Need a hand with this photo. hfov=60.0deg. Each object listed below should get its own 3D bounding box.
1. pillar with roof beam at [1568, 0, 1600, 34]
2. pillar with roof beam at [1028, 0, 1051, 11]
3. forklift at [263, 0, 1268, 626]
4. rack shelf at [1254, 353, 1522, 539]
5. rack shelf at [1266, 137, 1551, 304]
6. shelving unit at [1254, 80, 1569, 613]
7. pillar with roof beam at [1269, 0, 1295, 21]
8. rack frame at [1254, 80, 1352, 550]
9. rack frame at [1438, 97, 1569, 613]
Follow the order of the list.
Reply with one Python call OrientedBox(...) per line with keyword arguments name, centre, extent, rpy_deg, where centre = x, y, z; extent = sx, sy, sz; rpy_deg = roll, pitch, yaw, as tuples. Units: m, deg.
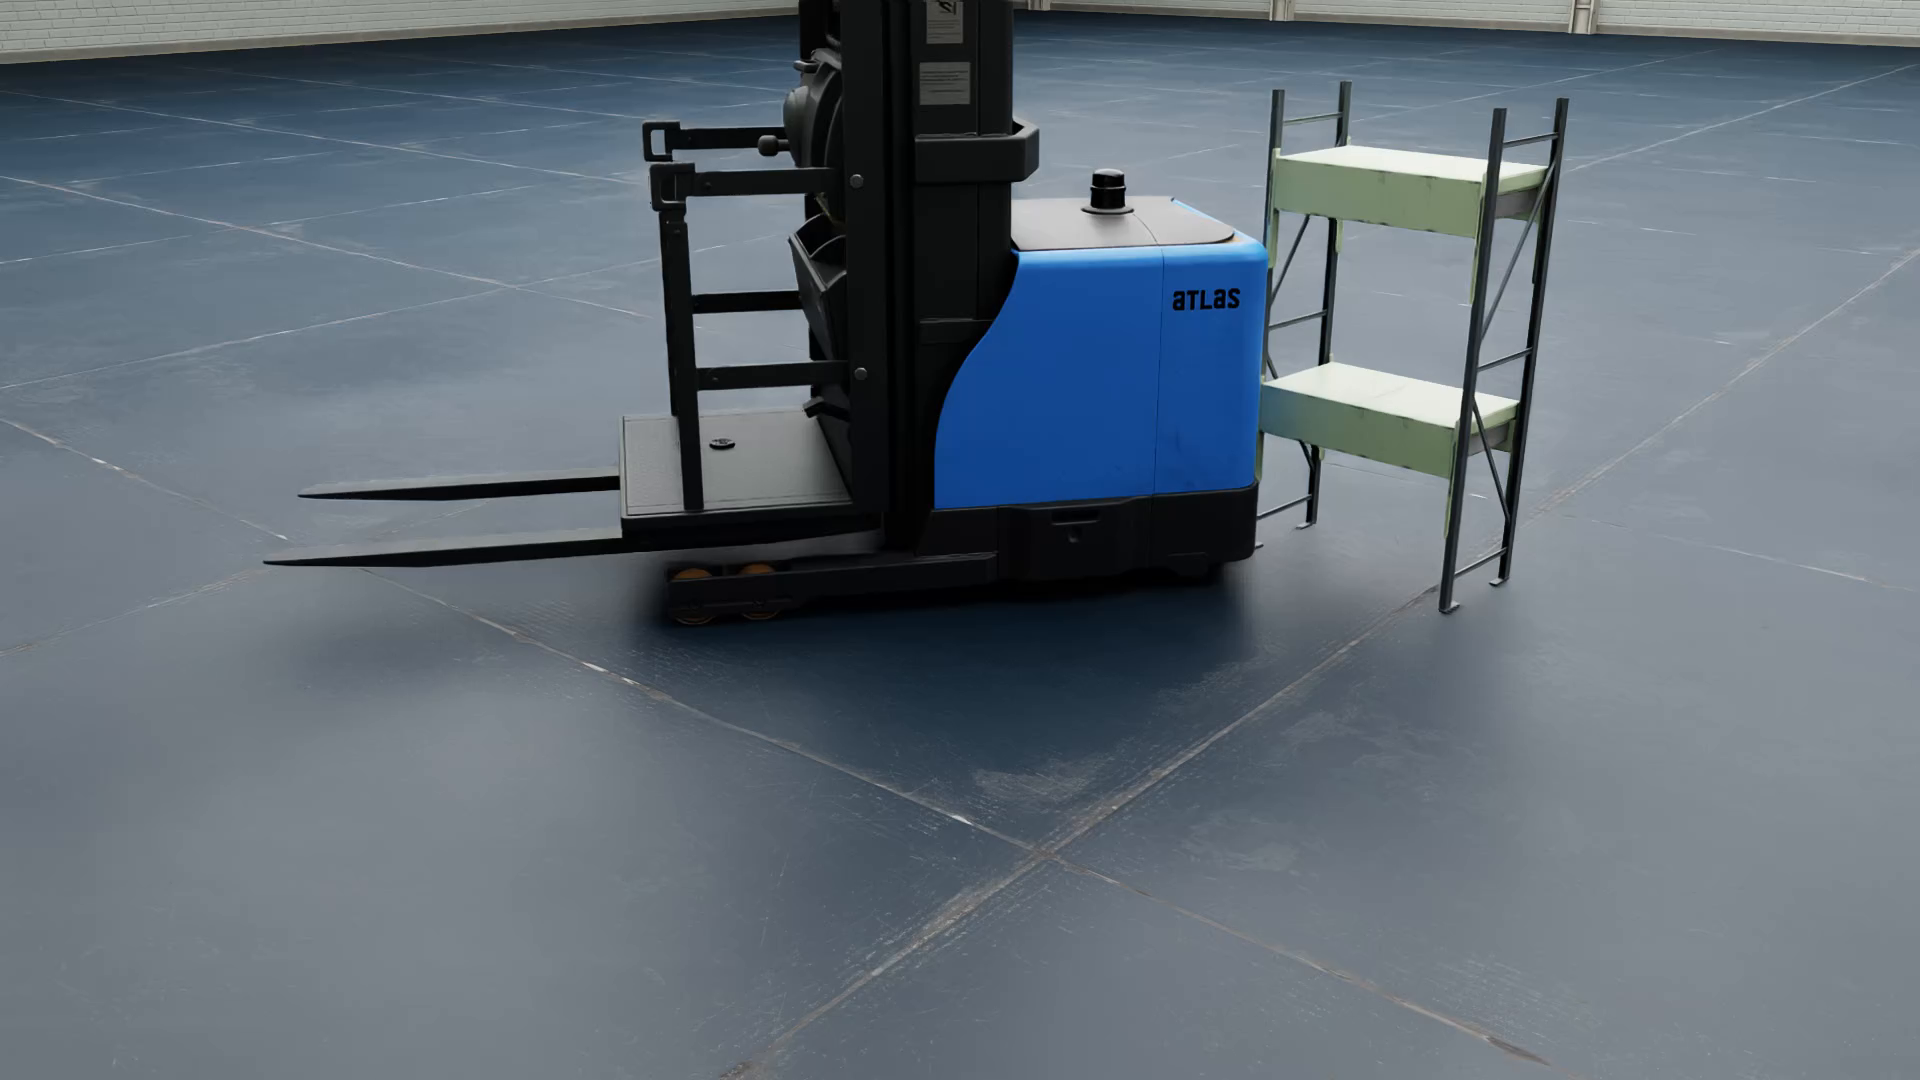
OrientedBox(name="pillar with roof beam", centre=(8.324, -12.032, 24.821), extent=(0.400, 9.000, 9.100), rpy_deg=(16, 26, 36))
OrientedBox(name="pillar with roof beam", centre=(-0.972, -14.709, 31.921), extent=(0.400, 9.000, 9.100), rpy_deg=(16, 26, 36))
OrientedBox(name="forklift", centre=(-0.622, -1.318, 5.009), extent=(3.031, 2.935, 1.130), rpy_deg=(-4, 21, -11))
OrientedBox(name="rack shelf", centre=(1.356, -0.317, 5.306), extent=(0.431, 0.370, 0.720), rpy_deg=(-19, 28, -41))
OrientedBox(name="rack shelf", centre=(1.356, -0.987, 5.054), extent=(0.431, 0.370, 0.720), rpy_deg=(-19, 28, -41))
OrientedBox(name="shelving unit", centre=(1.356, -0.622, 5.191), extent=(0.431, 1.500, 0.755), rpy_deg=(-19, 28, -41))
OrientedBox(name="pillar with roof beam", centre=(3.676, -13.371, 28.371), extent=(0.400, 9.000, 9.100), rpy_deg=(16, 26, 36))
OrientedBox(name="rack frame", centre=(1.099, -0.714, 5.435), extent=(0.400, 1.500, 0.023), rpy_deg=(-19, 28, -41))
OrientedBox(name="rack frame", centre=(1.613, -0.530, 4.948), extent=(0.400, 1.500, 0.023), rpy_deg=(-19, 28, -41))
